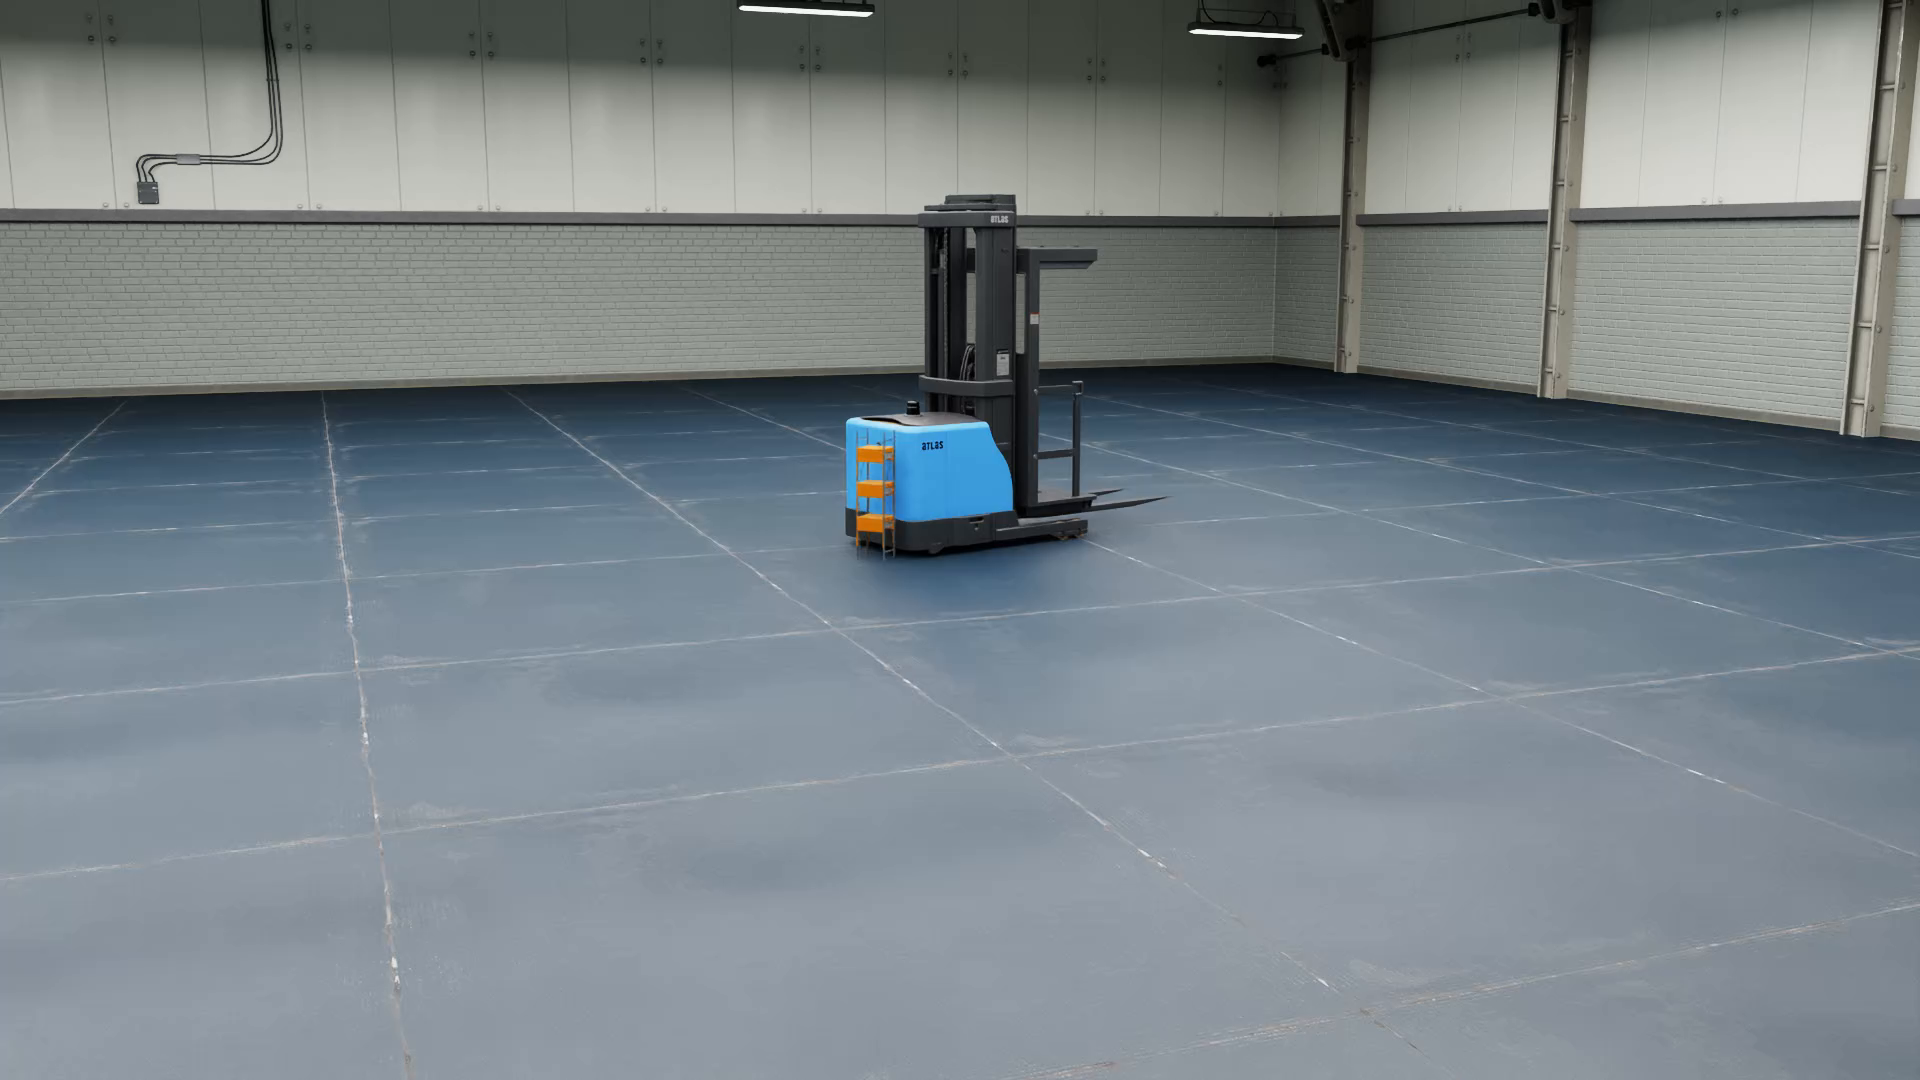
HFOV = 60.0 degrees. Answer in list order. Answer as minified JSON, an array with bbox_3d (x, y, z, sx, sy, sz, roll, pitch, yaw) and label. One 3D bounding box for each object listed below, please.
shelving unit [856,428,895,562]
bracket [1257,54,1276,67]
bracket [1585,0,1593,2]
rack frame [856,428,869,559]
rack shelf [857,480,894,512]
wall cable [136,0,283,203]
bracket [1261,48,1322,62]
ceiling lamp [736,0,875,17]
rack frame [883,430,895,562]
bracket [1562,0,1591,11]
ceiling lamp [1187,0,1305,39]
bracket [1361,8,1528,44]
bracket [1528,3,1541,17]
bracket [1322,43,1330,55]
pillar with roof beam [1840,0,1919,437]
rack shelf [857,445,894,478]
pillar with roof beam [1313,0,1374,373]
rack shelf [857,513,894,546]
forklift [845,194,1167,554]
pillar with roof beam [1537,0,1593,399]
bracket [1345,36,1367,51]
[{"bbox_3d":[-0.682,-0.368,13.481,0.252,1.050,0.215,5,11,24],"label":"shelving unit"},{"bbox_3d":[6.402,-10.001,34.672,0.235,0.232,0.430,-4,11,-21],"label":"bracket"},{"bbox_3d":[10.670,-8.079,23.865,0.076,0.066,4.783,-4,11,-21],"label":"bracket"},{"bbox_3d":[-0.792,-0.378,13.531,0.008,1.050,0.200,5,11,24],"label":"rack frame"},{"bbox_3d":[-0.682,-0.358,13.483,0.240,0.259,0.215,5,11,24],"label":"rack shelf"},{"bbox_3d":[-12.598,-8.637,27.569,2.305,6.003,0.169,-4,11,-21],"label":"wall cable"},{"bbox_3d":[6.616,-9.905,34.130,0.076,0.066,3.189,-4,11,-21],"label":"bracket"},{"bbox_3d":[-2.322,-9.259,24.112,2.000,3.185,0.800,-4,11,-21],"label":"ceiling lamp"},{"bbox_3d":[-0.571,-0.358,13.431,0.008,1.050,0.200,5,11,24],"label":"rack frame"},{"bbox_3d":[9.736,-8.499,26.229,0.235,0.232,0.430,-4,11,-21],"label":"bracket"},{"bbox_3d":[4.519,-9.725,26.731,2.000,3.185,0.800,-4,11,-21],"label":"ceiling lamp"},{"bbox_3d":[8.495,-9.058,29.371,0.076,0.066,4.783,-4,11,-21],"label":"bracket"},{"bbox_3d":[9.435,-8.635,26.991,0.235,0.232,0.430,-4,11,-21],"label":"bracket"},{"bbox_3d":[7.261,-9.614,32.497,0.235,0.232,0.430,-4,11,-21],"label":"bracket"},{"bbox_3d":[8.078,-5.565,20.010,9.100,9.000,0.400,-4,11,-21],"label":"pillar with roof beam"},{"bbox_3d":[-0.679,-0.637,13.435,0.240,0.259,0.215,5,11,24],"label":"rack shelf"},{"bbox_3d":[3.730,-7.524,31.022,9.100,9.000,0.548,-4,11,-21],"label":"pillar with roof beam"},{"bbox_3d":[-0.684,-0.084,13.530,0.240,0.259,0.215,5,11,24],"label":"rack shelf"},{"bbox_3d":[0.502,-1.509,14.533,3.031,2.935,1.130,-7,13,-36],"label":"forklift"},{"bbox_3d":[5.904,-6.544,25.516,9.100,9.000,0.548,-4,11,-21],"label":"pillar with roof beam"},{"bbox_3d":[7.562,-9.479,31.735,0.235,0.232,0.430,-4,11,-21],"label":"bracket"}]
